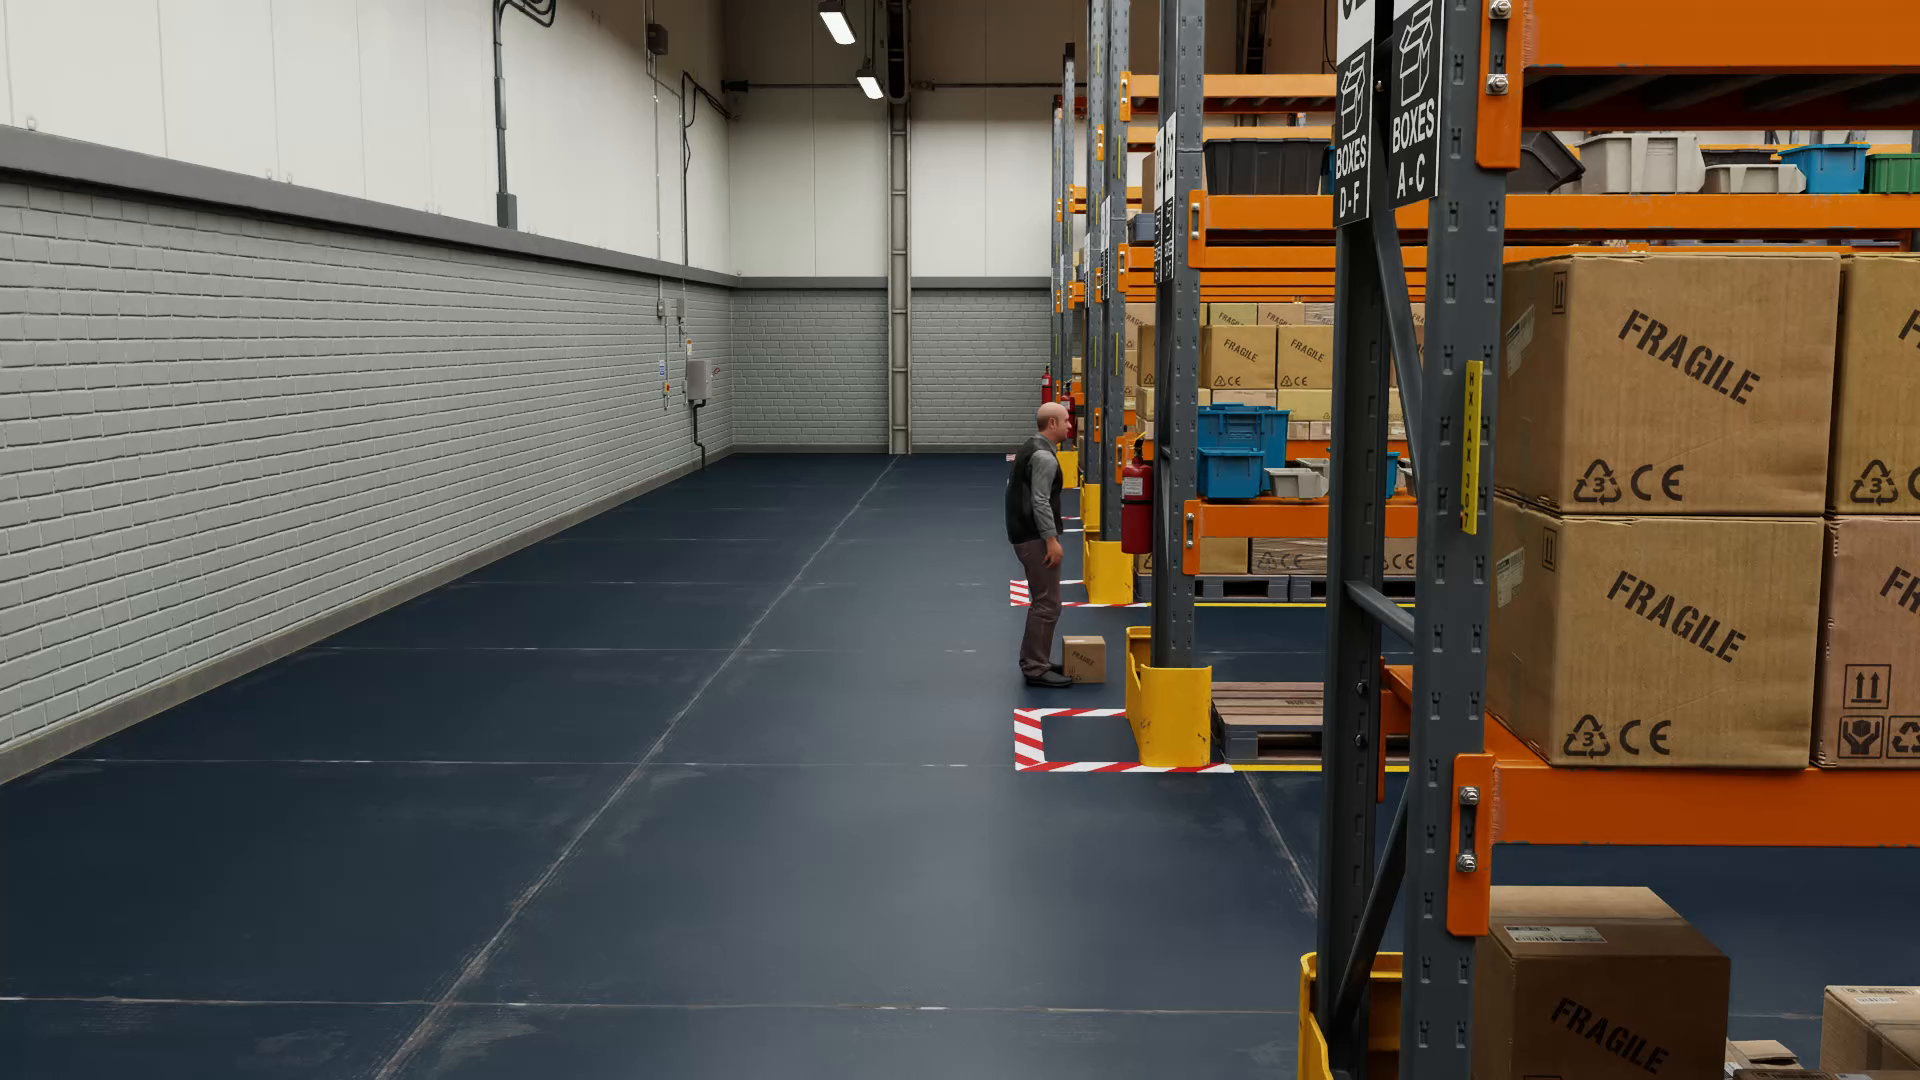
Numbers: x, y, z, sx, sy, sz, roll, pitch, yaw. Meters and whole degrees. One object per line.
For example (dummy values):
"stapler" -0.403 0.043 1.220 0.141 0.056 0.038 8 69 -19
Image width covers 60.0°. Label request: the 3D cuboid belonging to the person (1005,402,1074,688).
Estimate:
"person" 0.488 0.012 10.265 0.414 1.722 0.594 0 7 -2
